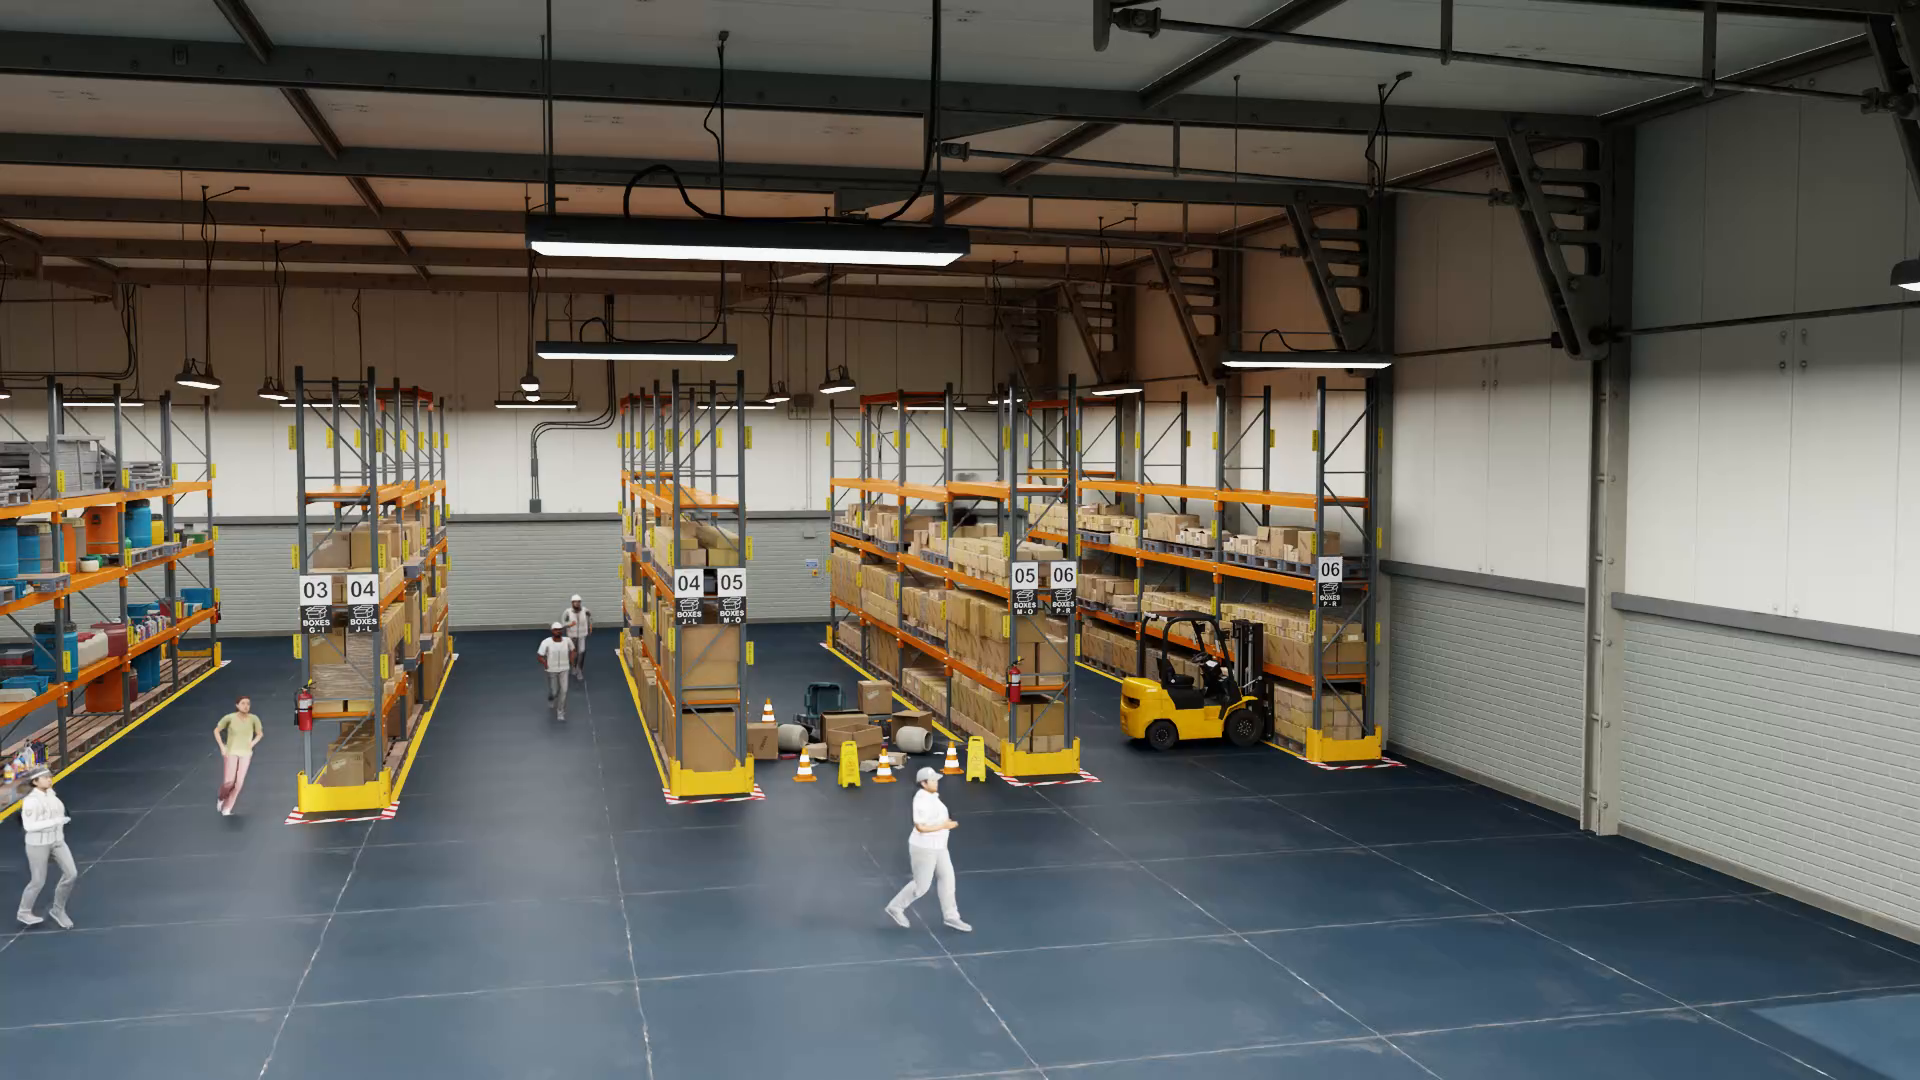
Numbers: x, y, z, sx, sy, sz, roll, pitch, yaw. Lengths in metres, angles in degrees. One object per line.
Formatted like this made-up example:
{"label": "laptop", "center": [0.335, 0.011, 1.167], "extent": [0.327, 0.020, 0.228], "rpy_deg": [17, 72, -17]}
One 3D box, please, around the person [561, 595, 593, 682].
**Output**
{"label": "person", "center": [-8.053, 2.043, 34.952], "extent": [0.677, 1.819, 0.858], "rpy_deg": [-1, 4, -19]}

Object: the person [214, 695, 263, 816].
{"label": "person", "center": [-9.627, 2.874, 22.247], "extent": [0.591, 1.598, 0.517], "rpy_deg": [-2, 4, -34]}

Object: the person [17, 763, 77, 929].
{"label": "person", "center": [-9.350, 3.142, 17.037], "extent": [0.684, 1.734, 0.592], "rpy_deg": [1, 3, 13]}

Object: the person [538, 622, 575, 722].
{"label": "person", "center": [-7.245, 2.354, 29.948], "extent": [0.699, 1.758, 0.850], "rpy_deg": [-1, 4, -24]}

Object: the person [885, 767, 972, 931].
{"label": "person", "center": [-0.321, 3.136, 16.898], "extent": [0.880, 1.665, 0.608], "rpy_deg": [1, 4, 17]}
